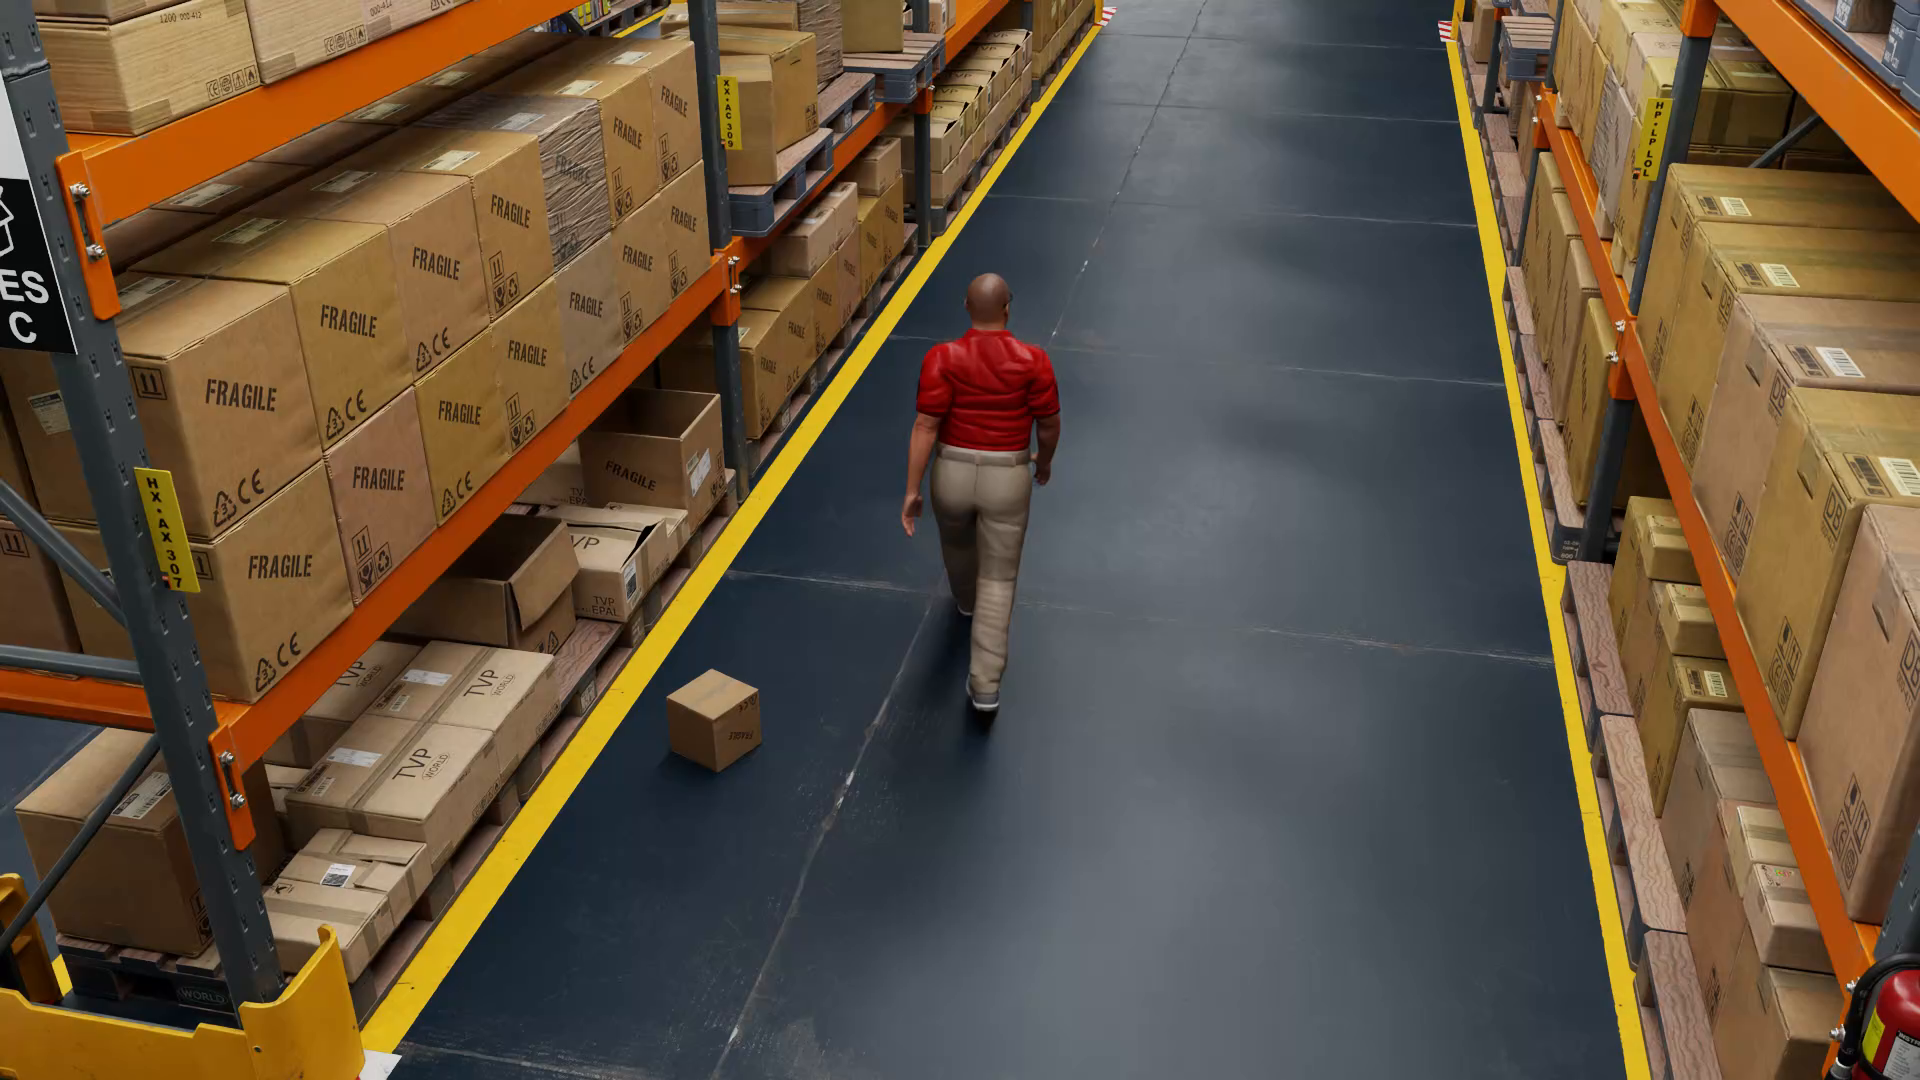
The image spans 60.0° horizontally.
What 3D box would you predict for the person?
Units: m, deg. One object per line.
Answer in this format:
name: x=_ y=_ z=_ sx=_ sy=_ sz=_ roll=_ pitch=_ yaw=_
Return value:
person: x=0.103 y=-0.261 z=6.627 sx=0.576 sy=1.651 sz=1.113 roll=5 pitch=29 yaw=9
